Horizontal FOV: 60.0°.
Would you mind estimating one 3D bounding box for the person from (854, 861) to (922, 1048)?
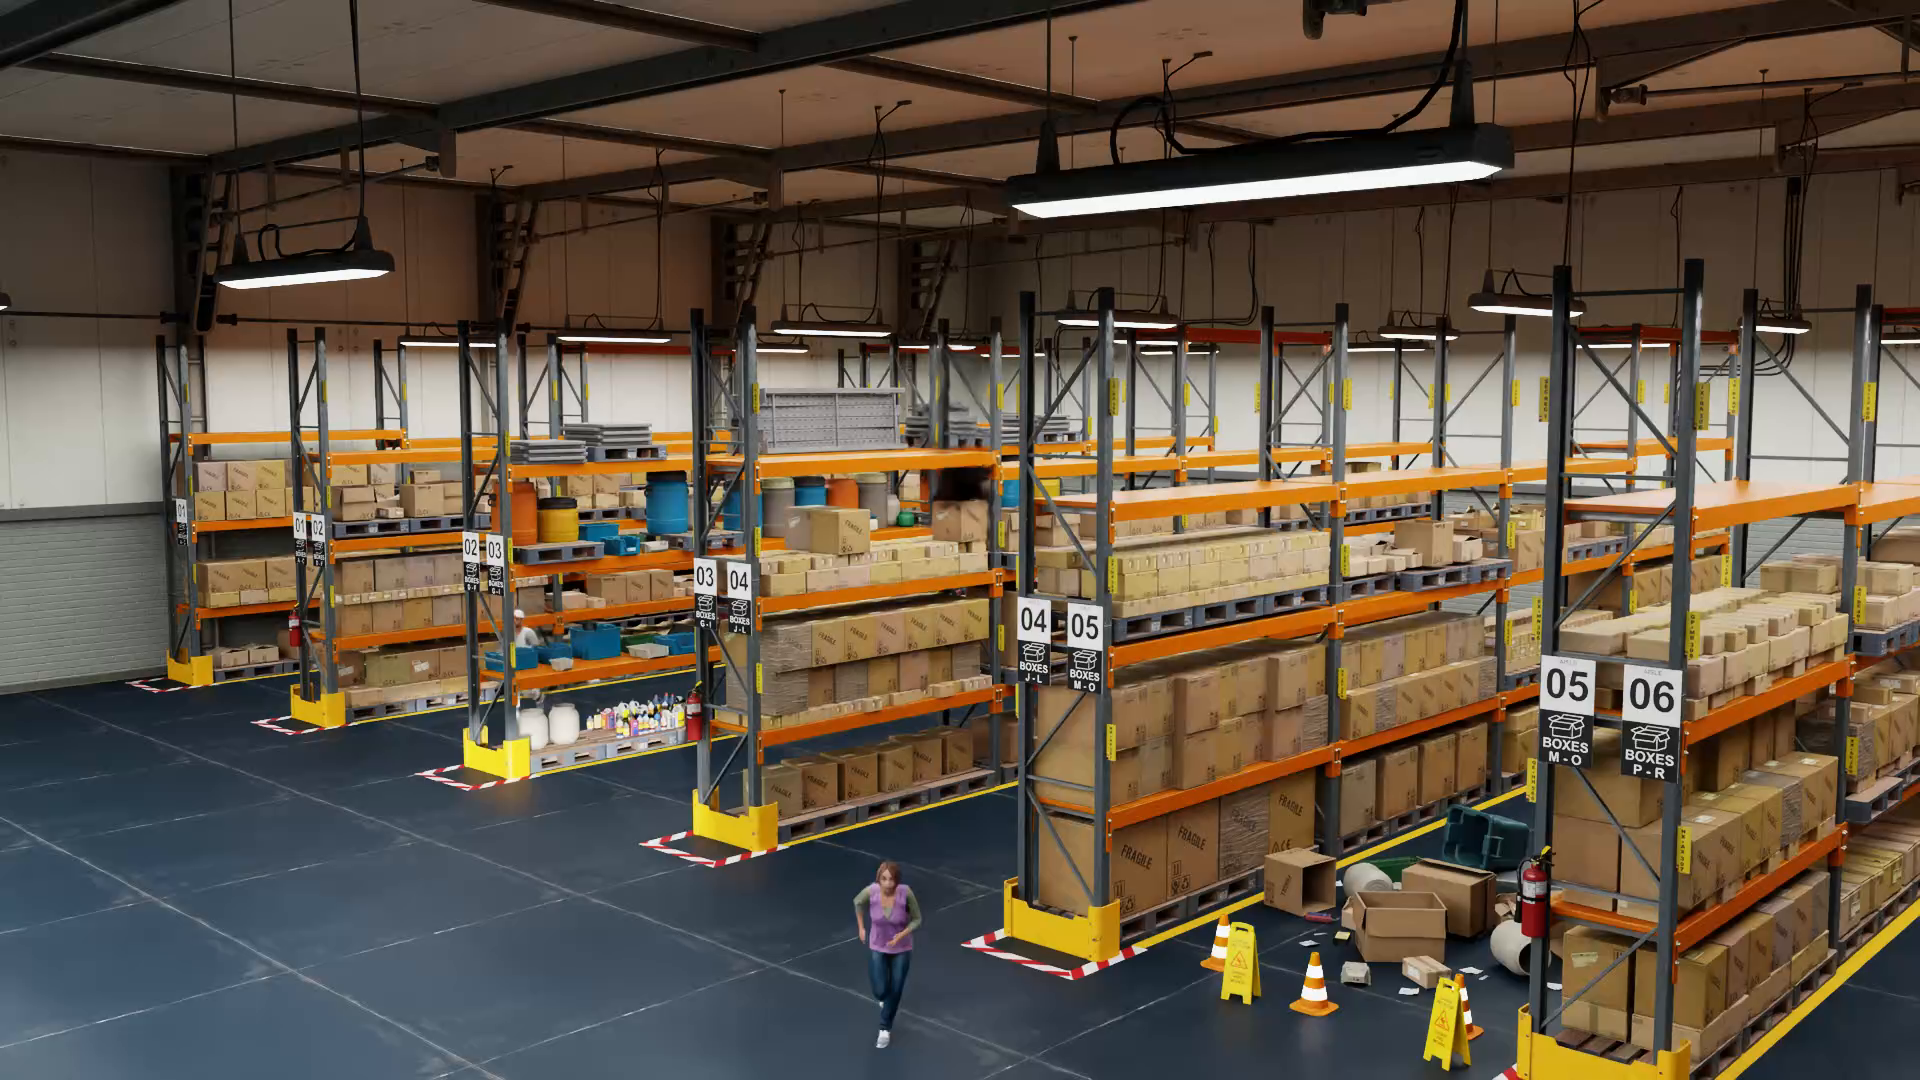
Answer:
[{"bbox_3d":[-0.564,3.208,12.953,0.527,1.531,0.669,0,5,-2],"label":"person"}]

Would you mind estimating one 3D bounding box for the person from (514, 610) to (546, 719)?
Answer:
[{"bbox_3d":[-6.643,1.919,25.288,0.636,1.765,0.908,2,6,16],"label":"person"}]
